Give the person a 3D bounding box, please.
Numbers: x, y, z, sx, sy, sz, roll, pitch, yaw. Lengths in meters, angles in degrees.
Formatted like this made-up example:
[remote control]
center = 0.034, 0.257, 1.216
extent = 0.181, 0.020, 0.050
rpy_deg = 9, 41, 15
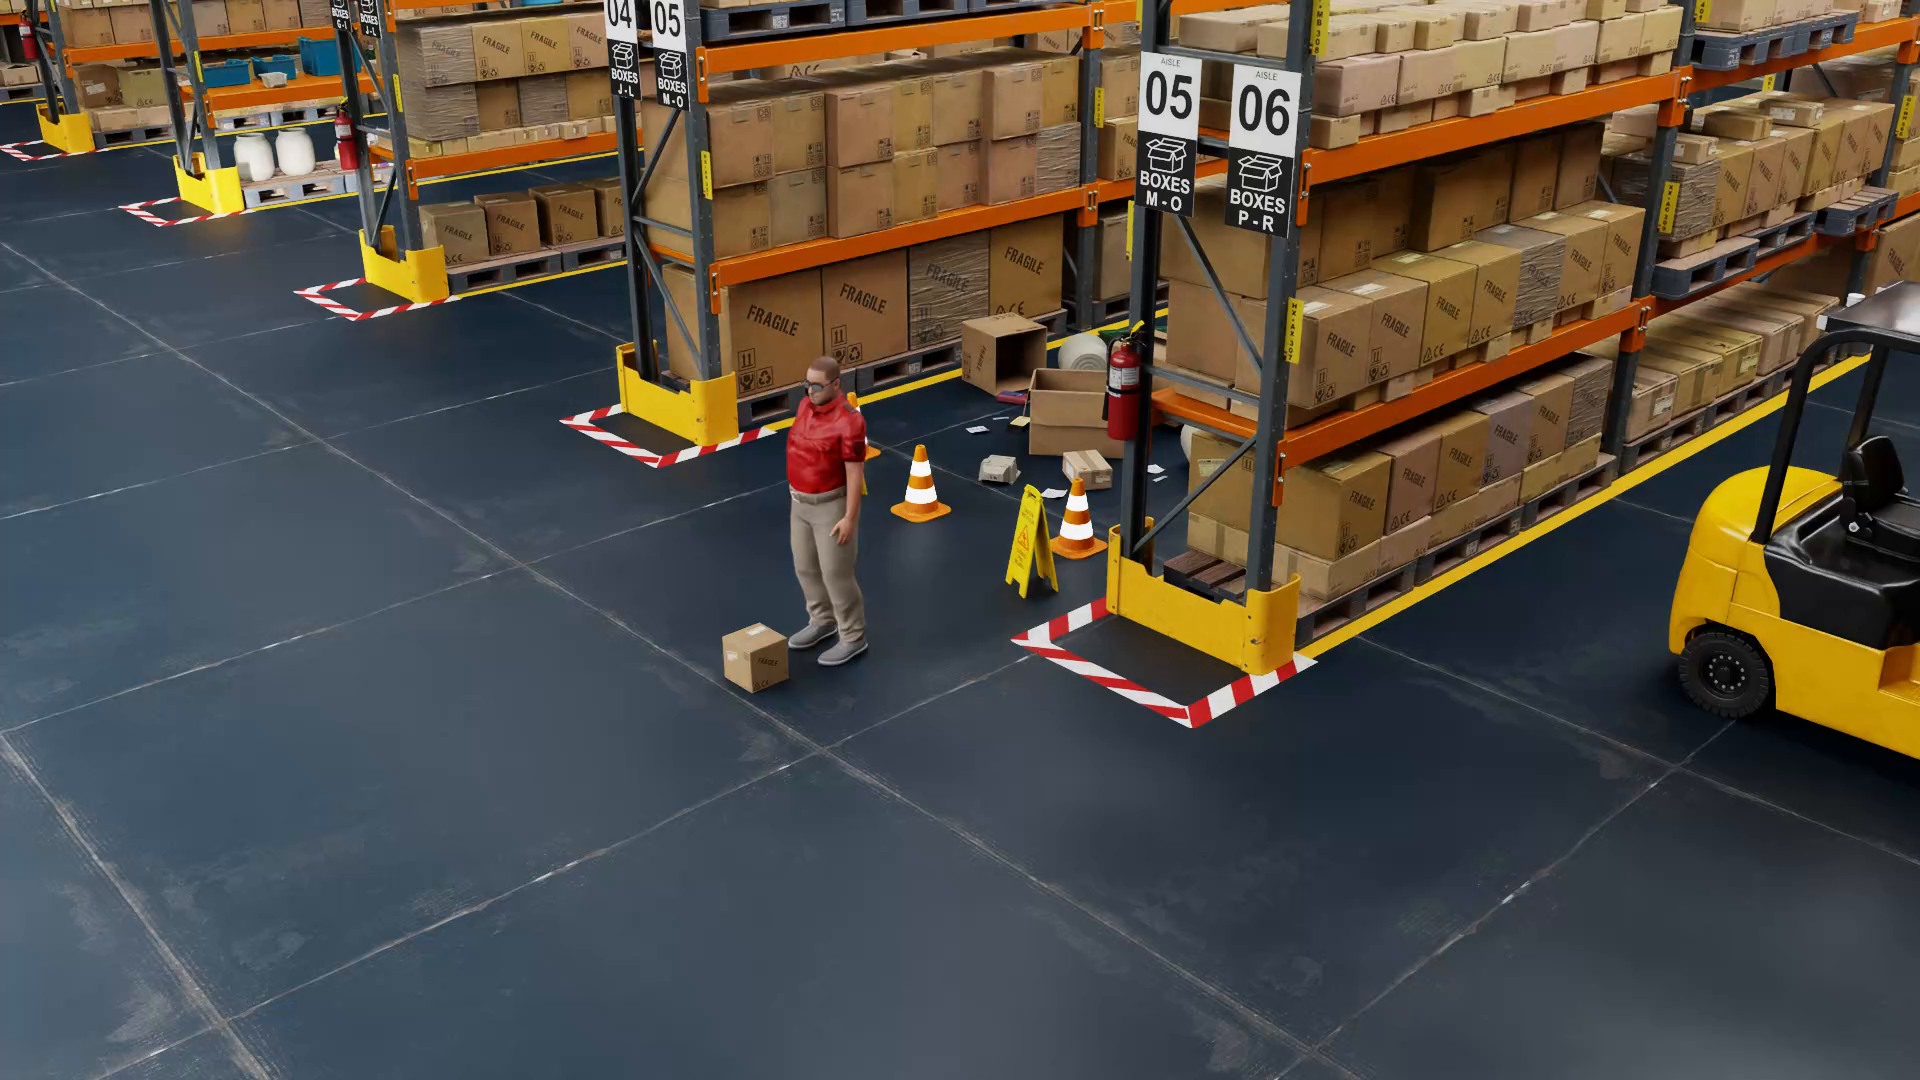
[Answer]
[person]
center = -0.737, -0.163, 9.000
extent = 0.354, 1.721, 0.528
rpy_deg = -20, 31, -37
